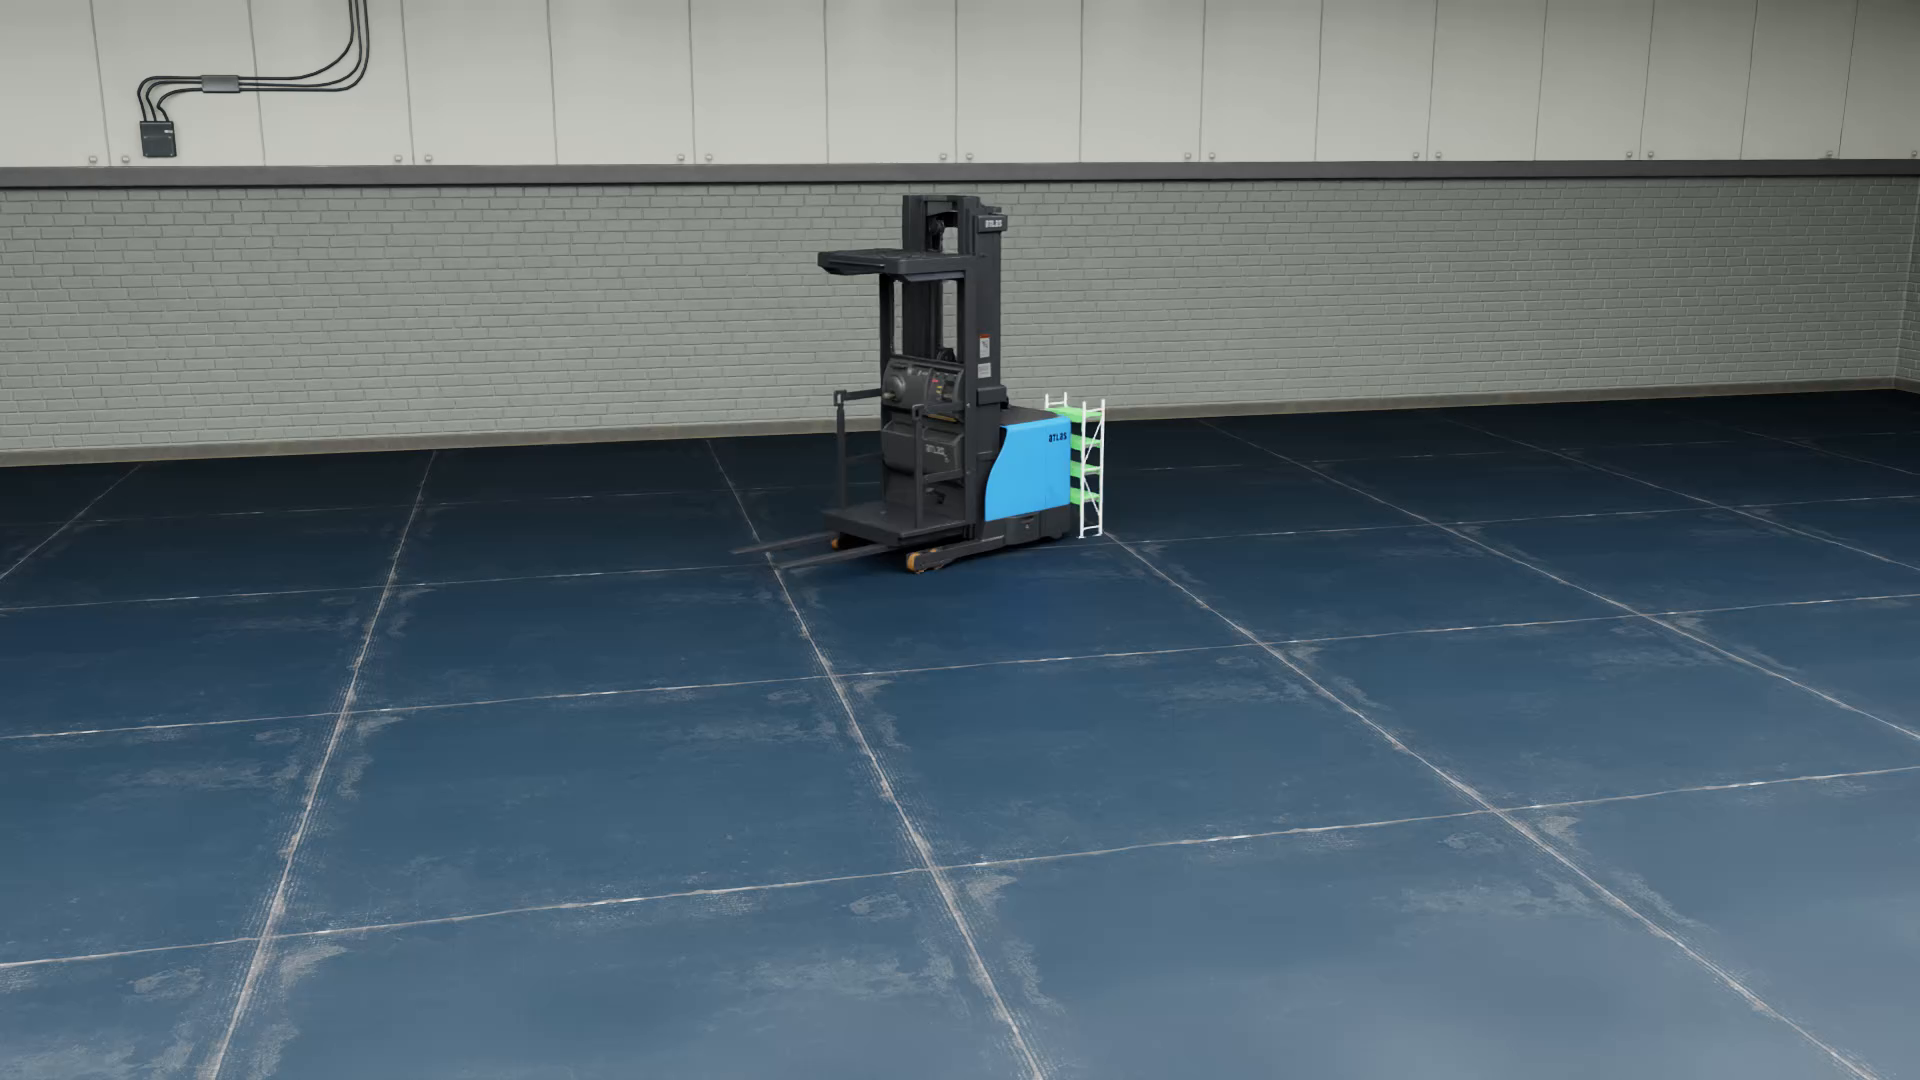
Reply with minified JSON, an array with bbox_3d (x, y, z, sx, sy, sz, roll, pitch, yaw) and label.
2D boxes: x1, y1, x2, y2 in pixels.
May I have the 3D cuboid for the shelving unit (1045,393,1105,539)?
[{"bbox_3d":[0.995,-0.657,14.587,0.258,1.200,0.503,-10,17,-37],"label":"shelving unit"}]

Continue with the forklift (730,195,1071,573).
[{"bbox_3d":[-0.464,-1.294,13.548,3.031,2.935,1.130,-12,18,-41],"label":"forklift"}]

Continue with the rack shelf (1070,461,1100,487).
[{"bbox_3d":[0.995,-0.595,14.602,0.258,0.148,0.480,-10,17,-37],"label":"rack shelf"}]

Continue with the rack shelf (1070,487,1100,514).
[{"bbox_3d":[0.994,-0.362,14.659,0.258,0.148,0.480,-10,17,-37],"label":"rack shelf"}]

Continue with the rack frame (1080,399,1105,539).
[{"bbox_3d":[1.145,-0.612,14.400,0.240,1.200,0.015,-10,17,-37],"label":"rack frame"}]

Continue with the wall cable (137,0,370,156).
[{"bbox_3d":[-7.314,-6.948,16.738,2.305,6.003,0.169,-3,14,-13],"label":"wall cable"}]

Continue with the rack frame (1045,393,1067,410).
[{"bbox_3d":[0.845,-0.703,14.774,0.240,1.200,0.015,-10,17,-37],"label":"rack frame"}]

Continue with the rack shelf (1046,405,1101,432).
[{"bbox_3d":[0.996,-1.062,14.489,0.258,0.148,0.480,-10,17,-37],"label":"rack shelf"}]

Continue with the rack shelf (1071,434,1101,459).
[{"bbox_3d":[0.995,-0.828,14.546,0.258,0.148,0.480,-10,17,-37],"label":"rack shelf"}]
